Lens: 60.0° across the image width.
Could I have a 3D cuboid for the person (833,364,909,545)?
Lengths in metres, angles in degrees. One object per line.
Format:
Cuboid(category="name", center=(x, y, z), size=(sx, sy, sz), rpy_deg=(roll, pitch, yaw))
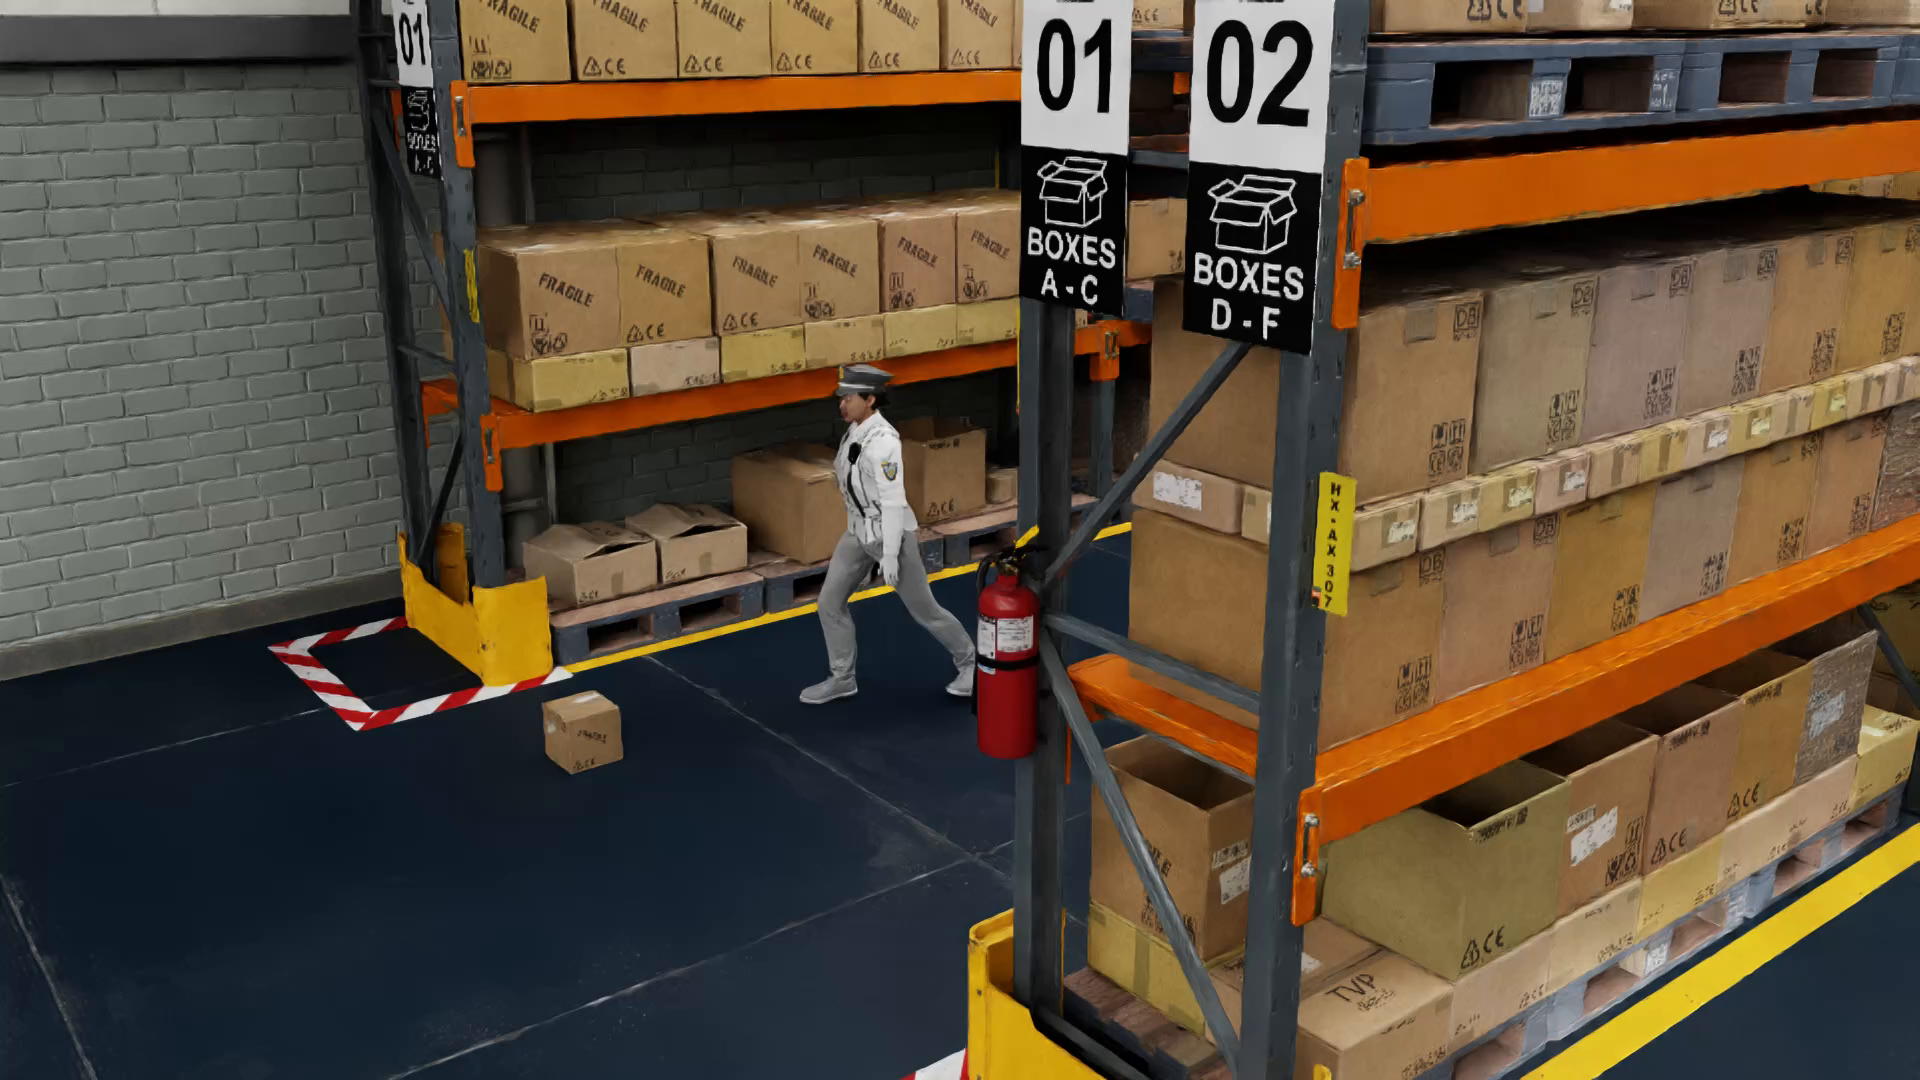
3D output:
Cuboid(category="person", center=(-0.388, -0.400, 7.499), size=(0.358, 0.814, 0.367), rpy_deg=(-9, 20, -26))
